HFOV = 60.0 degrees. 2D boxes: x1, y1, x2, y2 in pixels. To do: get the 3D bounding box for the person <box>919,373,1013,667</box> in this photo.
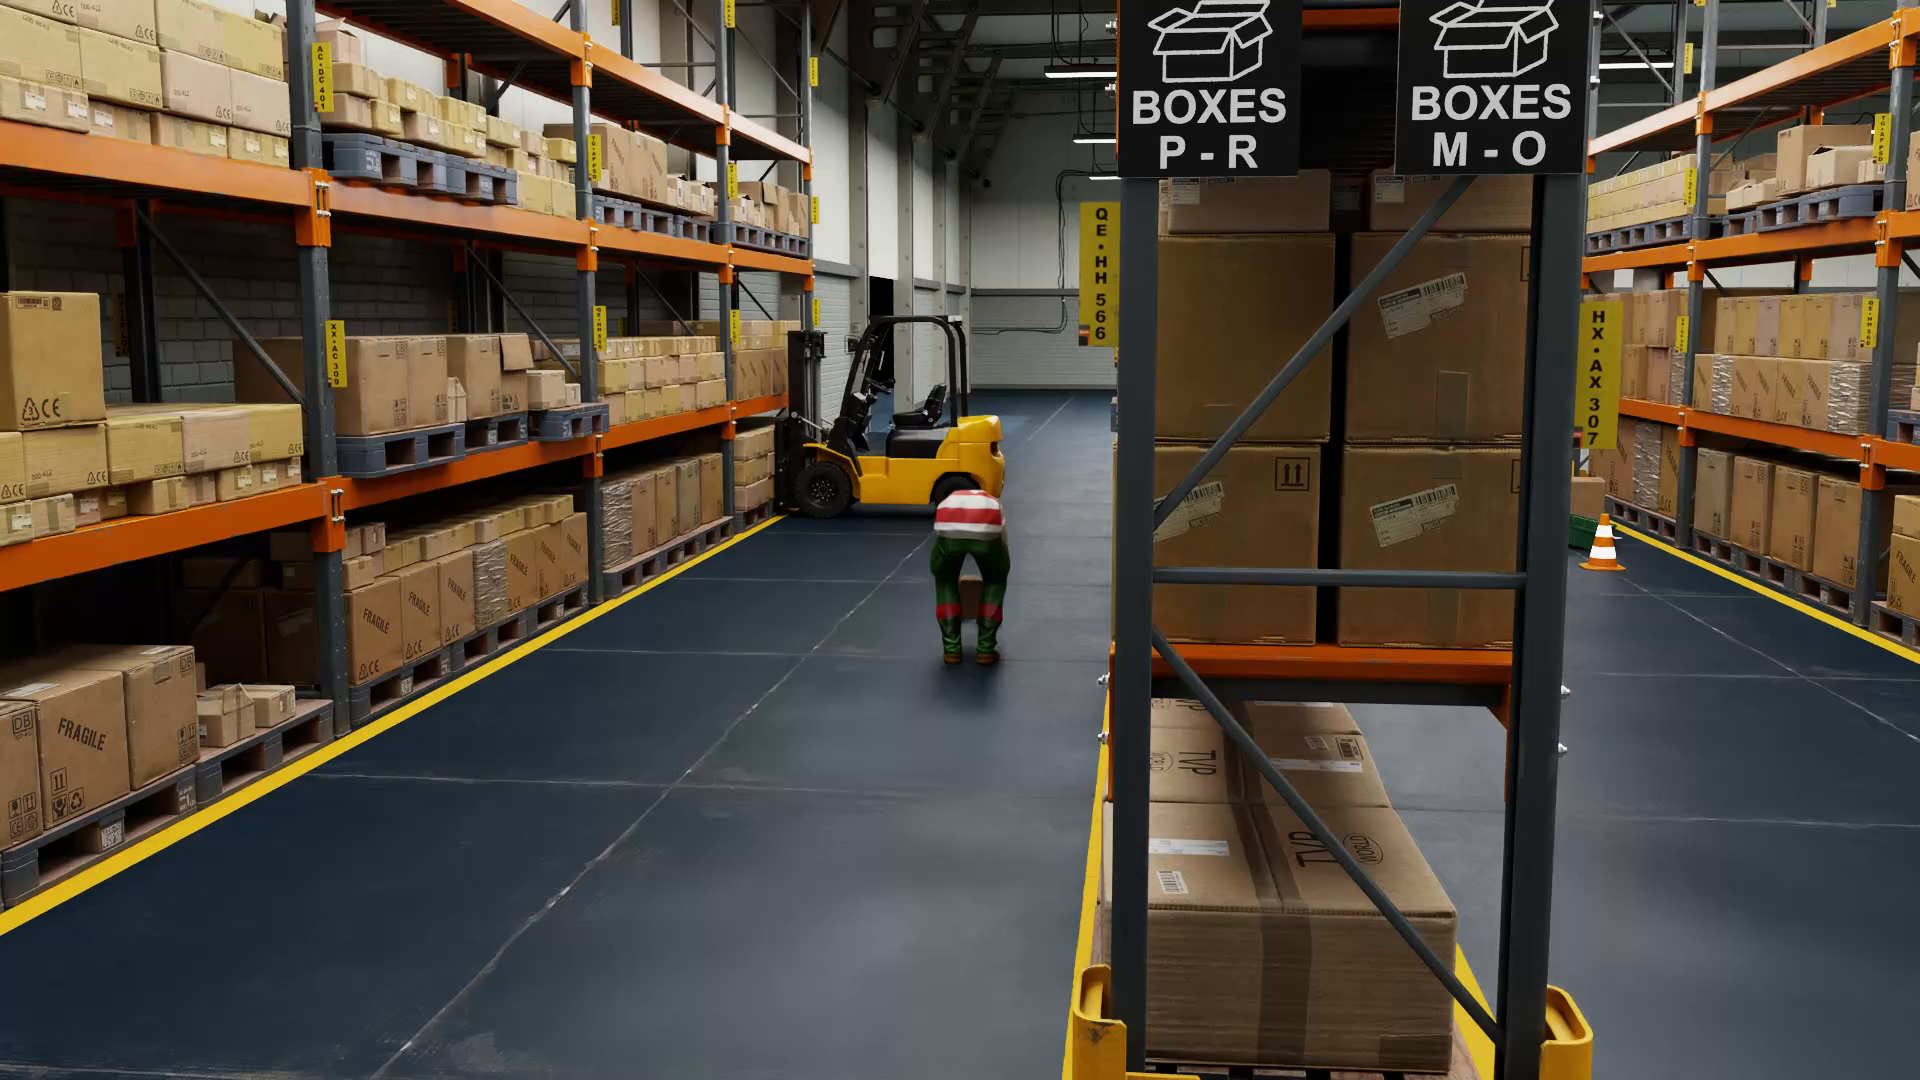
[{"bbox_3d":[0.039,-0.123,10.155,0.568,1.781,0.435,1,8,5],"label":"person"}]
